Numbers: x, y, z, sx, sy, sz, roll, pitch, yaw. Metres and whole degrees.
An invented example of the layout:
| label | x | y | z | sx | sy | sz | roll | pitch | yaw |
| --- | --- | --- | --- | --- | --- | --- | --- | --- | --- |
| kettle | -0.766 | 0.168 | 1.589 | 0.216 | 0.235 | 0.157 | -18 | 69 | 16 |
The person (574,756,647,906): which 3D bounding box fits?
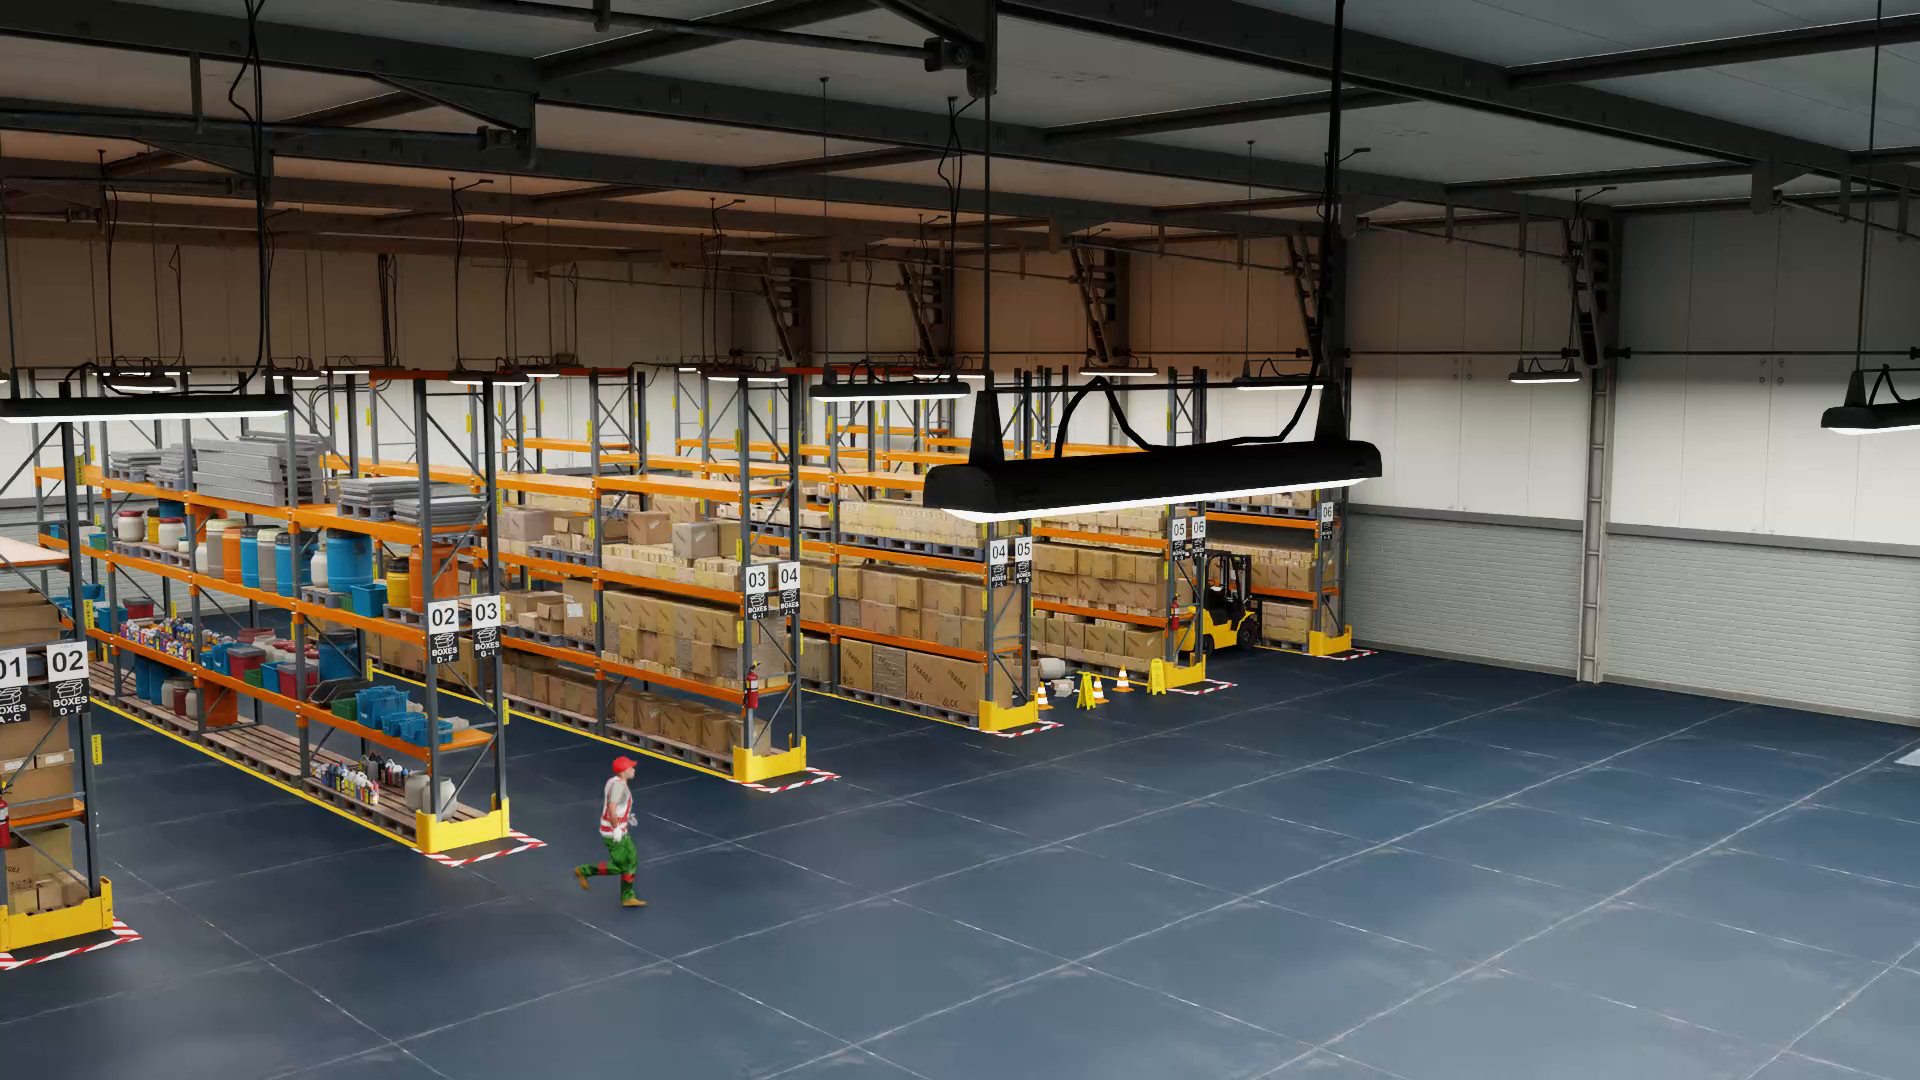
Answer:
| label | x | y | z | sx | sy | sz | roll | pitch | yaw |
| --- | --- | --- | --- | --- | --- | --- | --- | --- | --- |
| person | -4.007 | 3.351 | 18.989 | 0.807 | 1.755 | 0.679 | -2 | 7 | -15 |
